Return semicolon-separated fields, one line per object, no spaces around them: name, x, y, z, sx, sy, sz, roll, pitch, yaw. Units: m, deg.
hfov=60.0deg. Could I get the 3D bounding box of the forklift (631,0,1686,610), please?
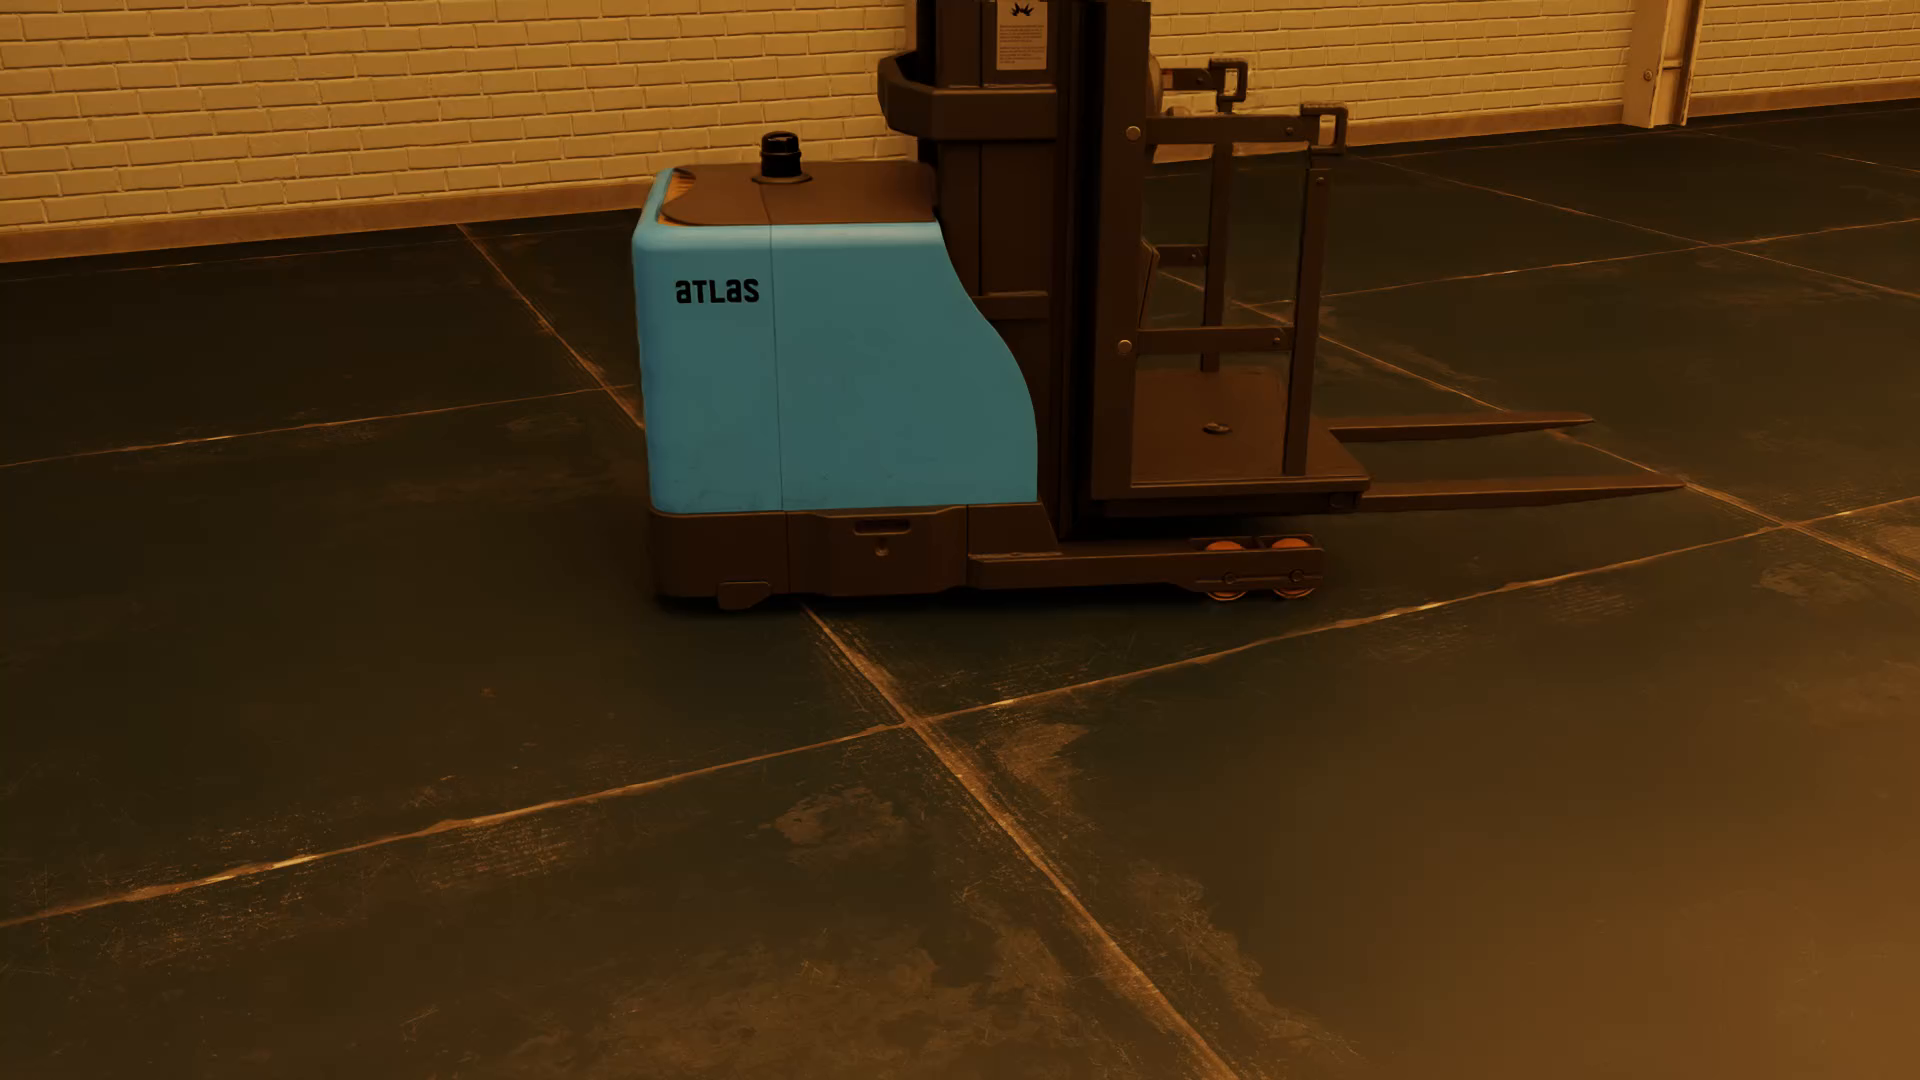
forklift;0.612;-1.382;4.612;3.031;2.935;1.130;-2;23;-5
